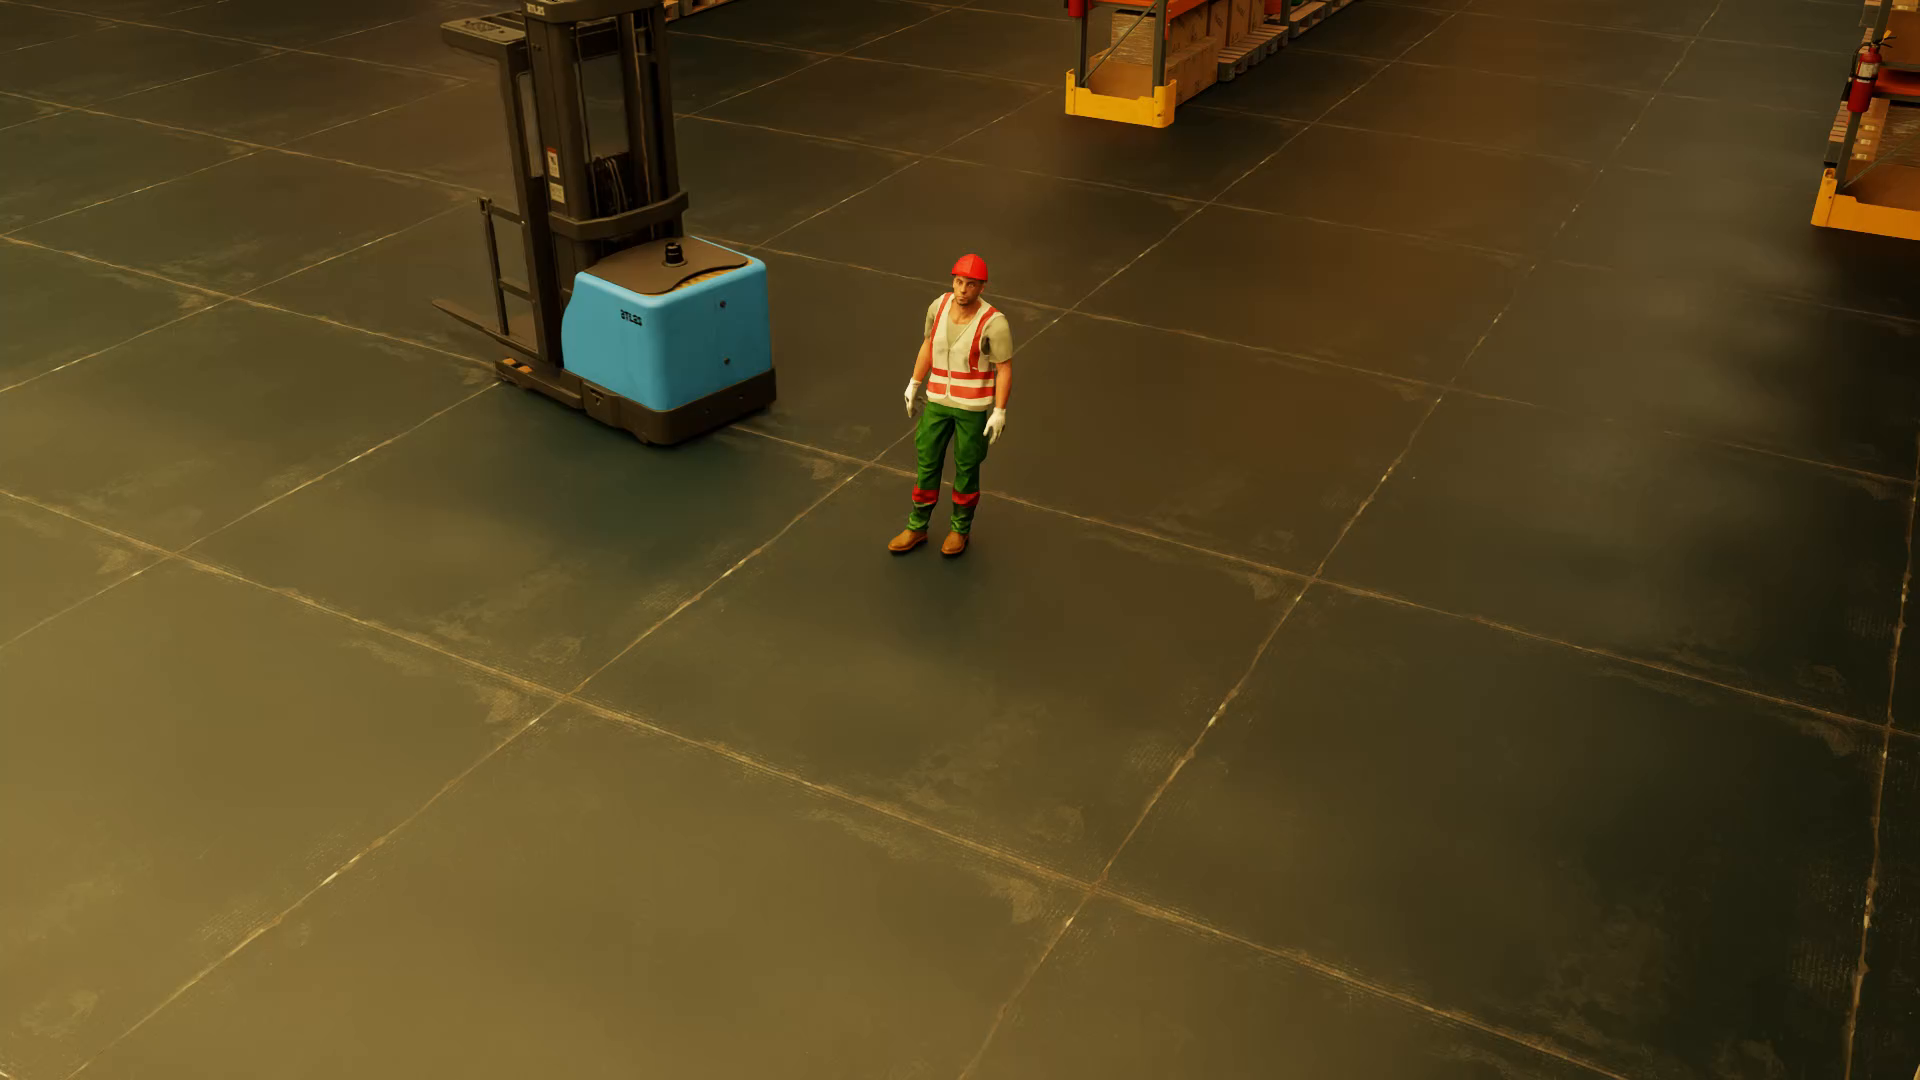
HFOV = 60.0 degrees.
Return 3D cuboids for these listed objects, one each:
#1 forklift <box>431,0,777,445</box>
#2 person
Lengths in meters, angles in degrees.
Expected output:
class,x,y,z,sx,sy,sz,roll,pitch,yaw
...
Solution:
class,x,y,z,sx,sy,sz,roll,pitch,yaw
forklift,-2.704,-2.515,11.428,3.031,2.935,1.130,24,38,36
person,-0.050,-0.749,9.497,0.637,1.787,0.564,15,33,25
